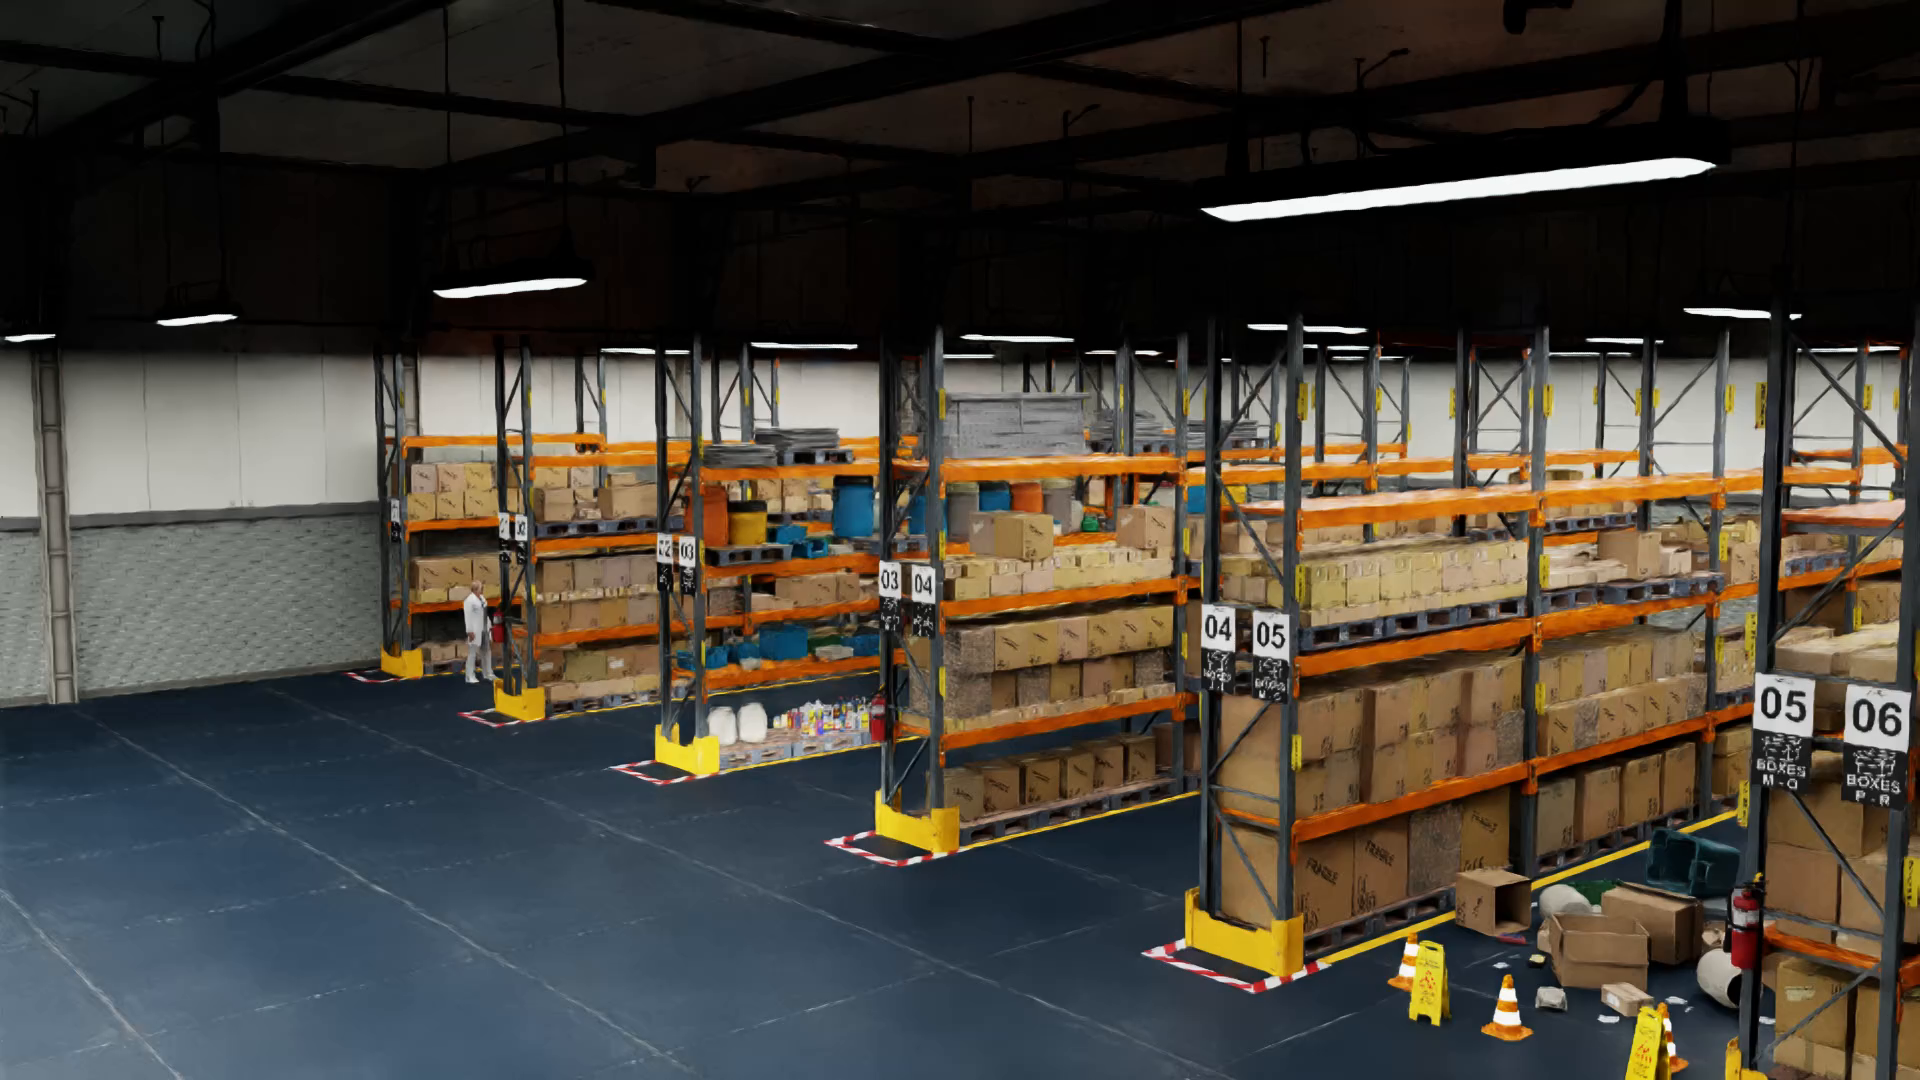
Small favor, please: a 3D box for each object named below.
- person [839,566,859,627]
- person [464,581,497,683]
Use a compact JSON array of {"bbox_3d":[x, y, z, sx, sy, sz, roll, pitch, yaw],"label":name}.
[{"bbox_3d":[-2.199,1.317,33.496,0.507,1.619,0.580,-5,7,-43],"label":"person"},{"bbox_3d":[-8.428,1.695,29.237,0.515,1.596,0.638,2,6,19],"label":"person"}]
